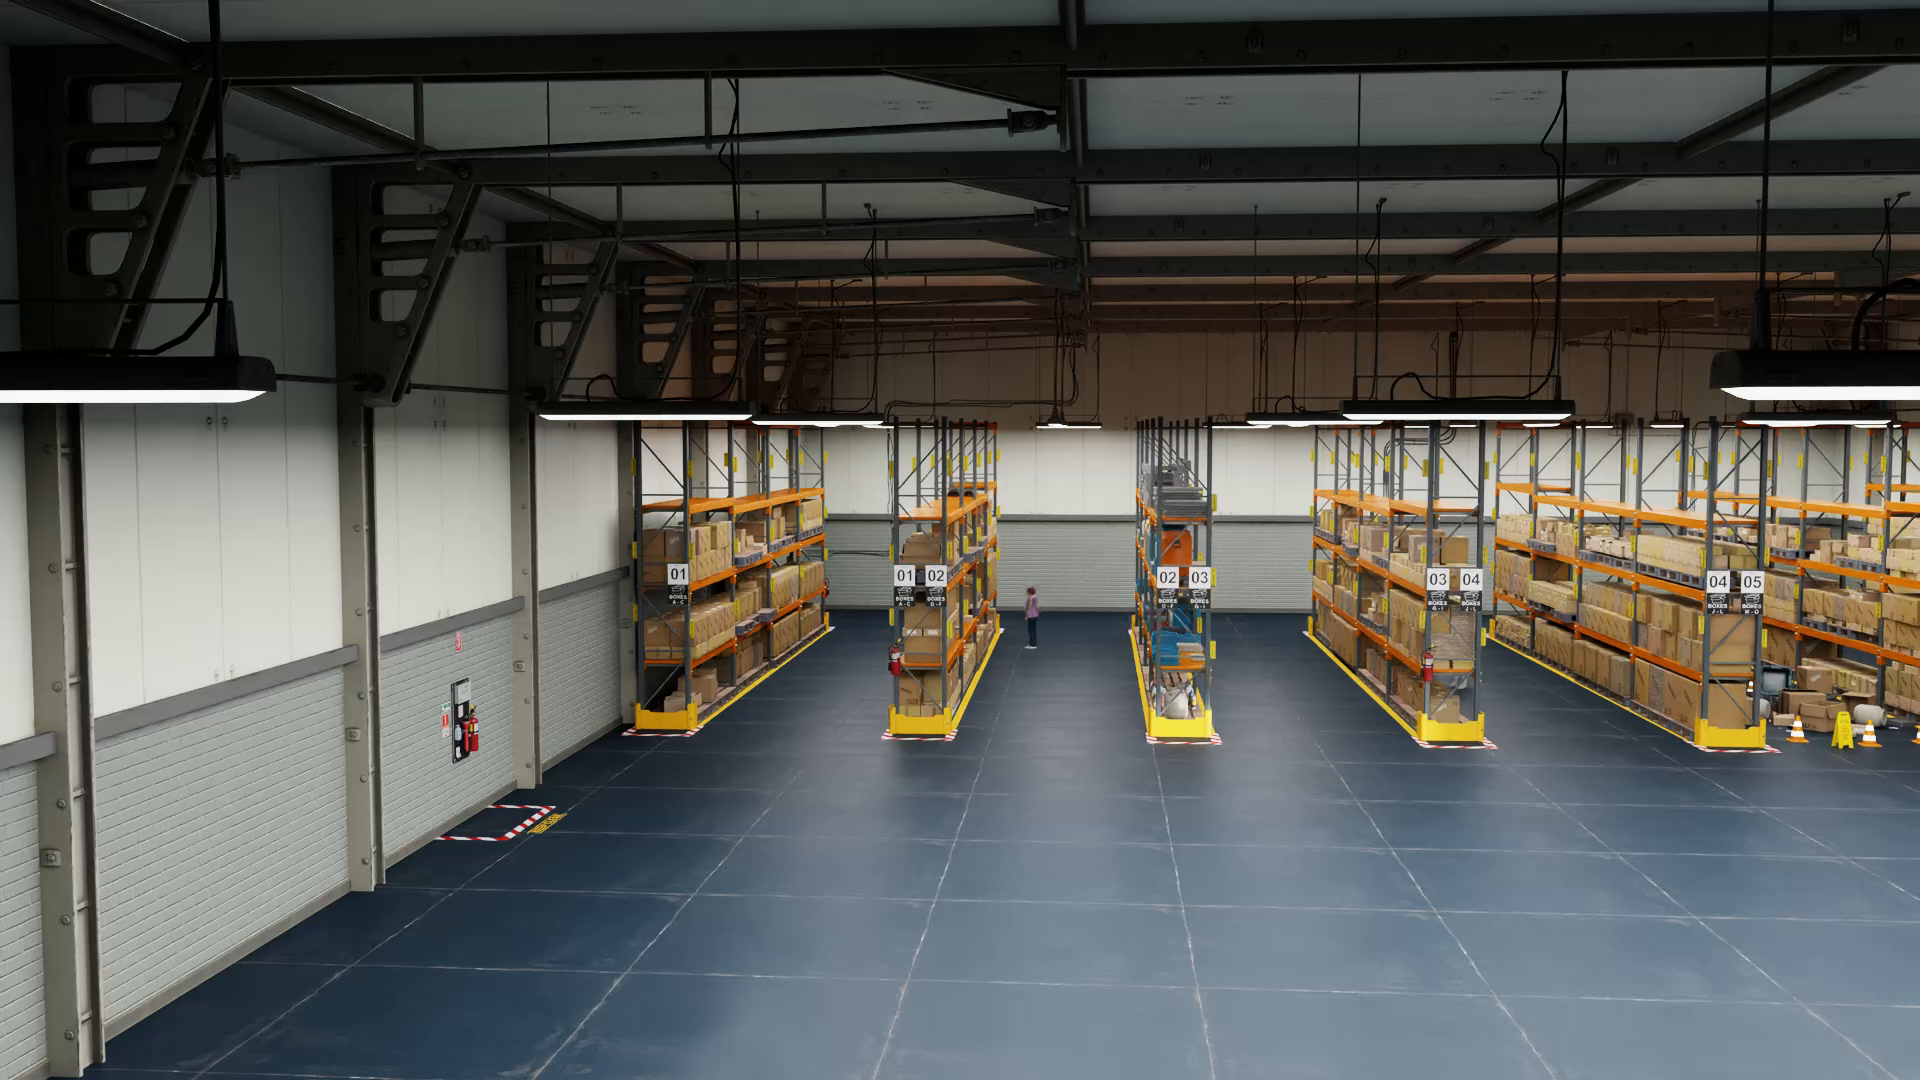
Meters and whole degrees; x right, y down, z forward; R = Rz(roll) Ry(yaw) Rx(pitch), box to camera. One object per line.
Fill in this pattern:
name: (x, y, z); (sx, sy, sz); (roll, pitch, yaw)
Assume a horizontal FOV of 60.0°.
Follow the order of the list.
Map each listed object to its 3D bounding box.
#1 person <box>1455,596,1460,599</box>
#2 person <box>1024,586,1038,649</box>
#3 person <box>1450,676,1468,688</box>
person: (14.172, 1.705, 47.825); (0.510, 1.727, 1.021); (1, 4, 14)
person: (1.818, 1.987, 42.454); (0.345, 1.607, 0.419); (1, 4, 19)
person: (11.170, 2.446, 37.178); (0.390, 1.697, 0.517); (-1, 4, -19)
